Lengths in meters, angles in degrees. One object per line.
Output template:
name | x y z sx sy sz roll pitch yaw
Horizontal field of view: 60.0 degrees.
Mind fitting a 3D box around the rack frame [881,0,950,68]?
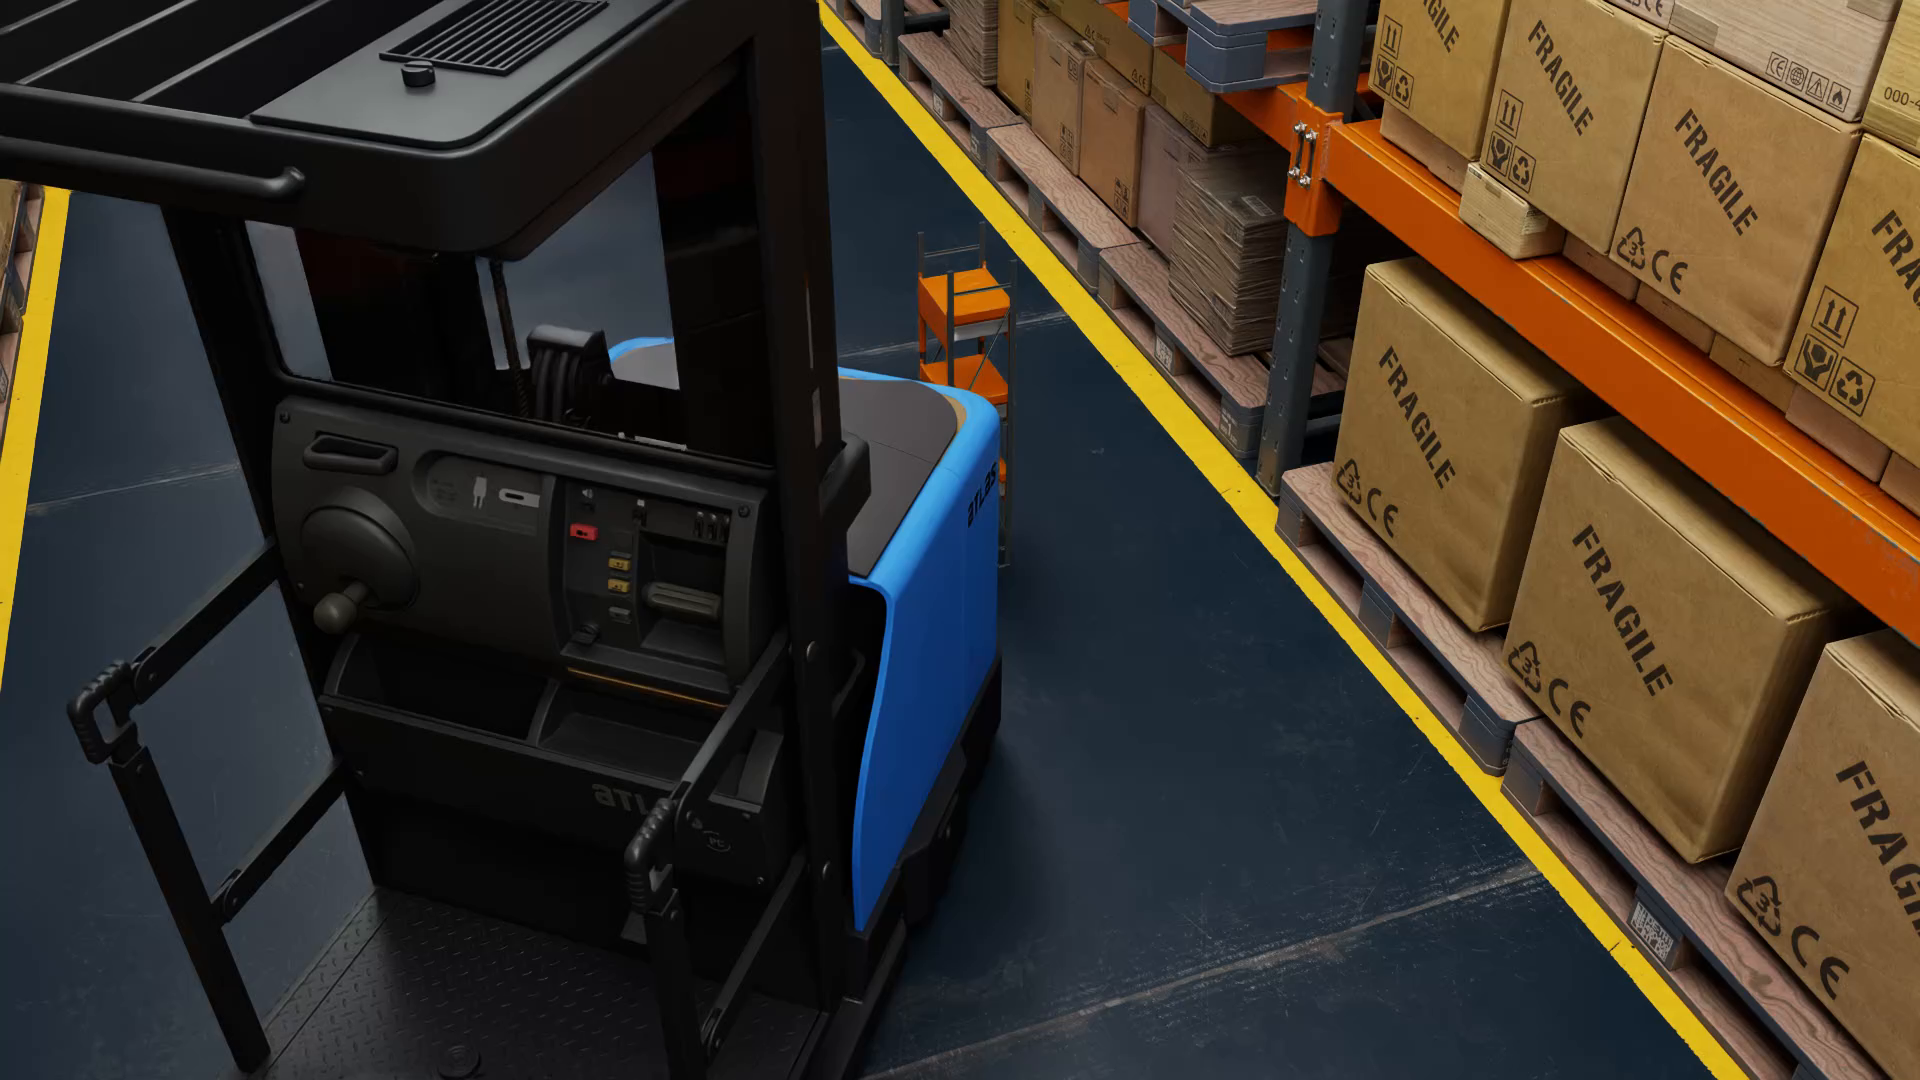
rack frame | 0.092 -3.725 7.703 1.000 3.000 0.127 -12 39 -16

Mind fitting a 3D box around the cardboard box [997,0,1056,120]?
cardboard box | 0.585 -2.209 7.401 0.700 0.500 0.500 -13 39 -17

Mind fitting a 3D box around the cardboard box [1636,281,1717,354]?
cardboard box | 1.754 -0.566 3.701 0.380 0.149 0.250 -12 39 -15

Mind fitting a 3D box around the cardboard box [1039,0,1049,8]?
cardboard box | 0.515 -2.542 7.220 0.500 0.250 0.500 -13 39 -17

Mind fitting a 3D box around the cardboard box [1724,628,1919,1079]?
cardboard box | 2.190 0.643 3.341 0.750 0.750 0.750 -11 38 -15

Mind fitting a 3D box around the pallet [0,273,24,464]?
pallet | -3.845 -0.485 5.719 1.003 0.211 1.213 -12 39 -16

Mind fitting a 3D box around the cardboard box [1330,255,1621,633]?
cardboard box | 1.598 -0.332 4.635 0.750 0.750 0.750 -13 39 -17

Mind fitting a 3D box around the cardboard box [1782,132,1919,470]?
cardboard box | 1.923 -0.434 2.986 0.500 0.500 0.500 -11 38 -15

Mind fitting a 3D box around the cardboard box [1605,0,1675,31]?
cardboard box | 1.568 -1.319 3.537 0.500 0.250 0.500 -13 39 -17

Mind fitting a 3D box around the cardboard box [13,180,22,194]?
cardboard box | -4.143 -1.593 6.808 0.500 0.250 0.500 -13 39 -16

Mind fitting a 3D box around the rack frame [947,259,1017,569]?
rack frame | 0.060 -0.320 4.803 0.200 1.050 0.008 -12 39 -16

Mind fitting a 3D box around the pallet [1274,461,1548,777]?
pallet | 1.669 0.109 4.930 1.003 0.211 1.213 -12 39 -16

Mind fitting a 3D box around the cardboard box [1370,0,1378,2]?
cardboard box | 1.297 -1.945 4.890 0.700 0.500 0.500 -17 40 -21

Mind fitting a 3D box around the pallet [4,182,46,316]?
pallet | -4.268 -1.176 6.635 1.003 0.211 1.213 -12 39 -16

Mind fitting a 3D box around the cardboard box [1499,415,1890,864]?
cardboard box | 1.893 0.164 3.977 0.750 0.750 0.750 -13 39 -16

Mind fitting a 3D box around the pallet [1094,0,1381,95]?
pallet | 1.123 -1.770 5.266 1.213 0.211 1.003 -12 39 -16

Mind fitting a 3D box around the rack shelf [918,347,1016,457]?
rack shelf | 0.018 -0.381 4.900 0.215 0.259 0.240 -12 39 -16

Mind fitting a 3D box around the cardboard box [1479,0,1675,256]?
cardboard box | 1.566 -1.007 3.747 0.500 0.500 0.500 -11 38 -14

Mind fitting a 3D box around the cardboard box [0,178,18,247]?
cardboard box | -3.971 -1.307 6.428 0.500 0.250 0.500 -13 39 -17

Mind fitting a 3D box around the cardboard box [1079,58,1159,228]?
cardboard box | 0.906 -1.629 6.631 0.700 0.500 0.500 -13 39 -16

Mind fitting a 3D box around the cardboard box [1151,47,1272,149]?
cardboard box | 1.034 -1.673 6.067 0.500 0.250 0.500 -12 39 -15

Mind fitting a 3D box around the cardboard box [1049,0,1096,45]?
cardboard box | 0.698 -2.248 6.831 0.500 0.250 0.500 -14 39 -17

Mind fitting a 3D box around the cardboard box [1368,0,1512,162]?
cardboard box | 1.395 -1.305 4.142 0.500 0.500 0.500 -11 38 -15

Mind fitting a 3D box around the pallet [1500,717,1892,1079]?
pallet | 2.085 0.797 4.016 1.003 0.211 1.213 -12 39 -16

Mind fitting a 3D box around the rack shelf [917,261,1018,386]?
rack shelf | 0.018 -0.607 4.730 0.215 0.259 0.240 -12 39 -16

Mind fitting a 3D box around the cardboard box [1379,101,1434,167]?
cardboard box | 1.364 -1.139 4.462 0.380 0.149 0.250 -13 39 -17

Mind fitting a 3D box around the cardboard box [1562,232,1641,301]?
cardboard box | 1.657 -0.711 3.893 0.380 0.149 0.250 -13 39 -16

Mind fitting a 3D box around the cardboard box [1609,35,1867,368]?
cardboard box | 1.736 -0.727 3.375 0.500 0.500 0.500 -13 39 -16

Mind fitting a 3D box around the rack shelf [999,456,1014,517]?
rack shelf | 0.018 -0.159 5.068 0.215 0.259 0.240 -12 39 -16

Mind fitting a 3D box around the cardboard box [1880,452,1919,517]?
cardboard box | 1.986 -0.125 3.115 0.380 0.149 0.250 -11 38 -15

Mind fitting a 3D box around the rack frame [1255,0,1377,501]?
rack frame | 1.468 -1.466 4.703 1.000 3.000 0.127 -12 39 -16

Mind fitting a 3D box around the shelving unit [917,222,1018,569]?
shelving unit | 0.018 -0.389 4.894 0.215 1.050 0.252 -12 39 -16

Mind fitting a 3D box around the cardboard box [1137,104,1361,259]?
cardboard box | 1.103 -1.354 6.266 0.700 0.500 0.500 -13 39 -16

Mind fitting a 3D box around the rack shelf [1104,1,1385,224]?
rack shelf | 0.780 -2.308 6.419 1.077 0.370 4.000 -12 39 -16

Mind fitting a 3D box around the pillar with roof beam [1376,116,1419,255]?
pillar with roof beam | -2.209 -3.884 2.927 9.100 9.000 0.400 -12 39 -16

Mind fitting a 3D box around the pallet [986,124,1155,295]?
pallet | 0.784 -1.482 7.042 1.003 0.211 1.213 -12 39 -16

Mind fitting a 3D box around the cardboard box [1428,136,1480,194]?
cardboard box | 1.442 -0.995 4.270 0.380 0.149 0.250 -12 39 -15

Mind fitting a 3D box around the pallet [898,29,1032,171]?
pallet | 0.361 -2.172 7.958 1.003 0.211 1.213 -12 39 -16

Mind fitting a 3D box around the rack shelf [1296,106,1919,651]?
rack shelf | 2.156 -0.048 3.419 1.077 0.370 4.000 -12 39 -16

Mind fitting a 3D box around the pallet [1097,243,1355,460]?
pallet | 1.201 -0.794 6.128 1.003 0.211 1.213 -12 39 -16

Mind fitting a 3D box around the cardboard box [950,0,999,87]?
cardboard box | 0.360 -2.490 7.775 0.700 0.500 0.500 -11 38 -14

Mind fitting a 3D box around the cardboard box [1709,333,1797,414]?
cardboard box | 1.833 -0.418 3.504 0.380 0.149 0.250 -12 39 -15

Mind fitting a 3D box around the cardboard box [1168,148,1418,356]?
cardboard box | 1.171 -1.039 5.848 0.700 0.500 0.500 -12 39 -15

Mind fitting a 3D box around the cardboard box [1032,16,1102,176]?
cardboard box | 0.723 -1.912 7.007 0.700 0.500 0.500 -12 39 -15

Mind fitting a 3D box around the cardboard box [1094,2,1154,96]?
cardboard box | 0.852 -1.963 6.451 0.500 0.250 0.500 -13 39 -16

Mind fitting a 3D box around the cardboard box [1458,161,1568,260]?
cardboard box | 1.454 -0.828 4.048 0.380 0.149 0.250 -11 38 -15

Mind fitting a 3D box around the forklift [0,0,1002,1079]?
forklift | -0.841 0.089 2.696 1.130 2.935 3.031 11 38 15

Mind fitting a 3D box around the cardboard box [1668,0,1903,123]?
cardboard box | 1.744 -1.037 3.163 0.500 0.250 0.500 -12 39 -16

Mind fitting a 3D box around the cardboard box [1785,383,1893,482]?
cardboard box | 1.902 -0.275 3.314 0.380 0.149 0.250 -12 39 -16

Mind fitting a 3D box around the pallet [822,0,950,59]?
pallet | -0.173 -2.984 9.035 1.003 0.211 1.213 -12 39 -16

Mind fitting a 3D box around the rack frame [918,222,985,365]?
rack frame | -0.024 -0.458 4.986 0.200 1.050 0.008 -12 39 -16

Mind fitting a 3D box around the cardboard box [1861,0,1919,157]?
cardboard box | 1.925 -0.750 2.782 0.500 0.250 0.500 -13 39 -17

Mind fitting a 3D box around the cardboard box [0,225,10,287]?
cardboard box | -3.795 -1.018 6.044 0.500 0.250 0.500 -12 39 -15
